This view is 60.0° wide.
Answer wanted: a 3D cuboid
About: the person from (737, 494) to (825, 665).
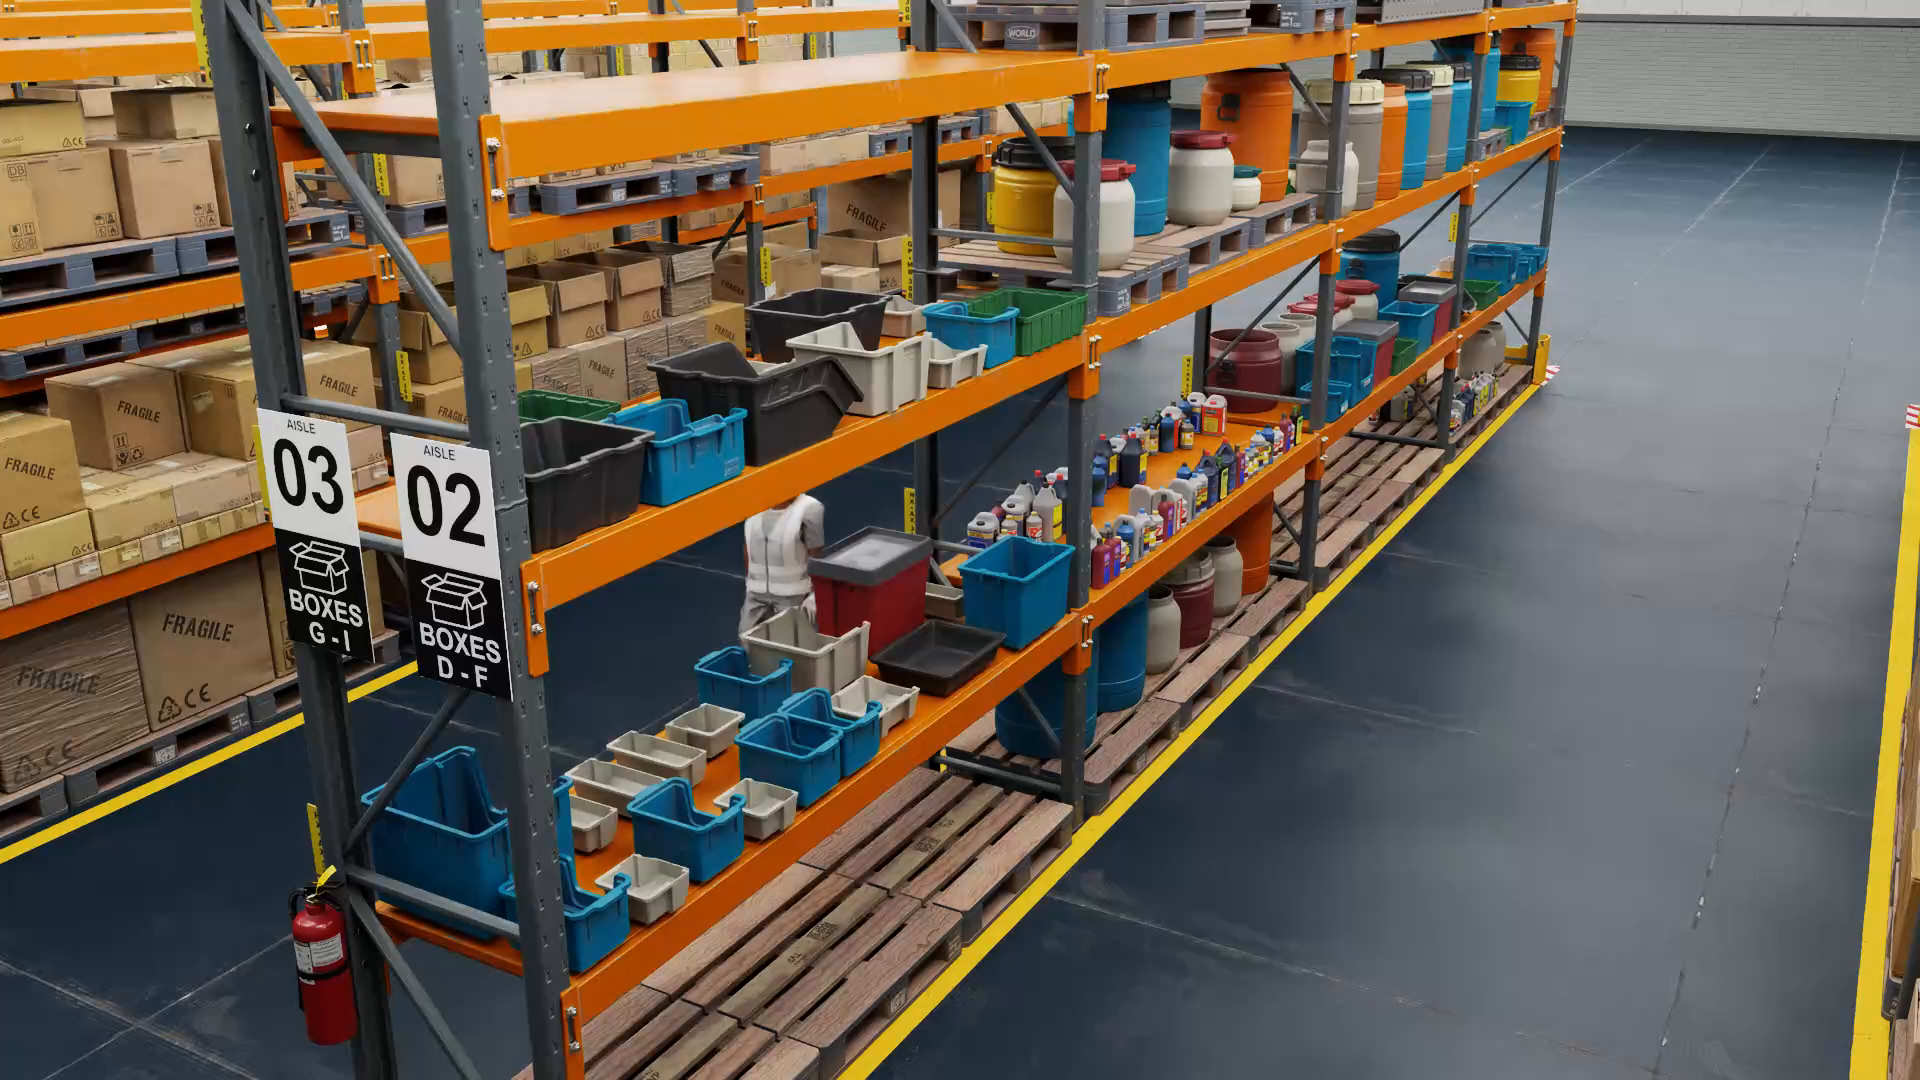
[{"bbox_3d":[-1.072,0.271,10.109,0.556,1.719,0.476,8,21,23],"label":"person"}]
